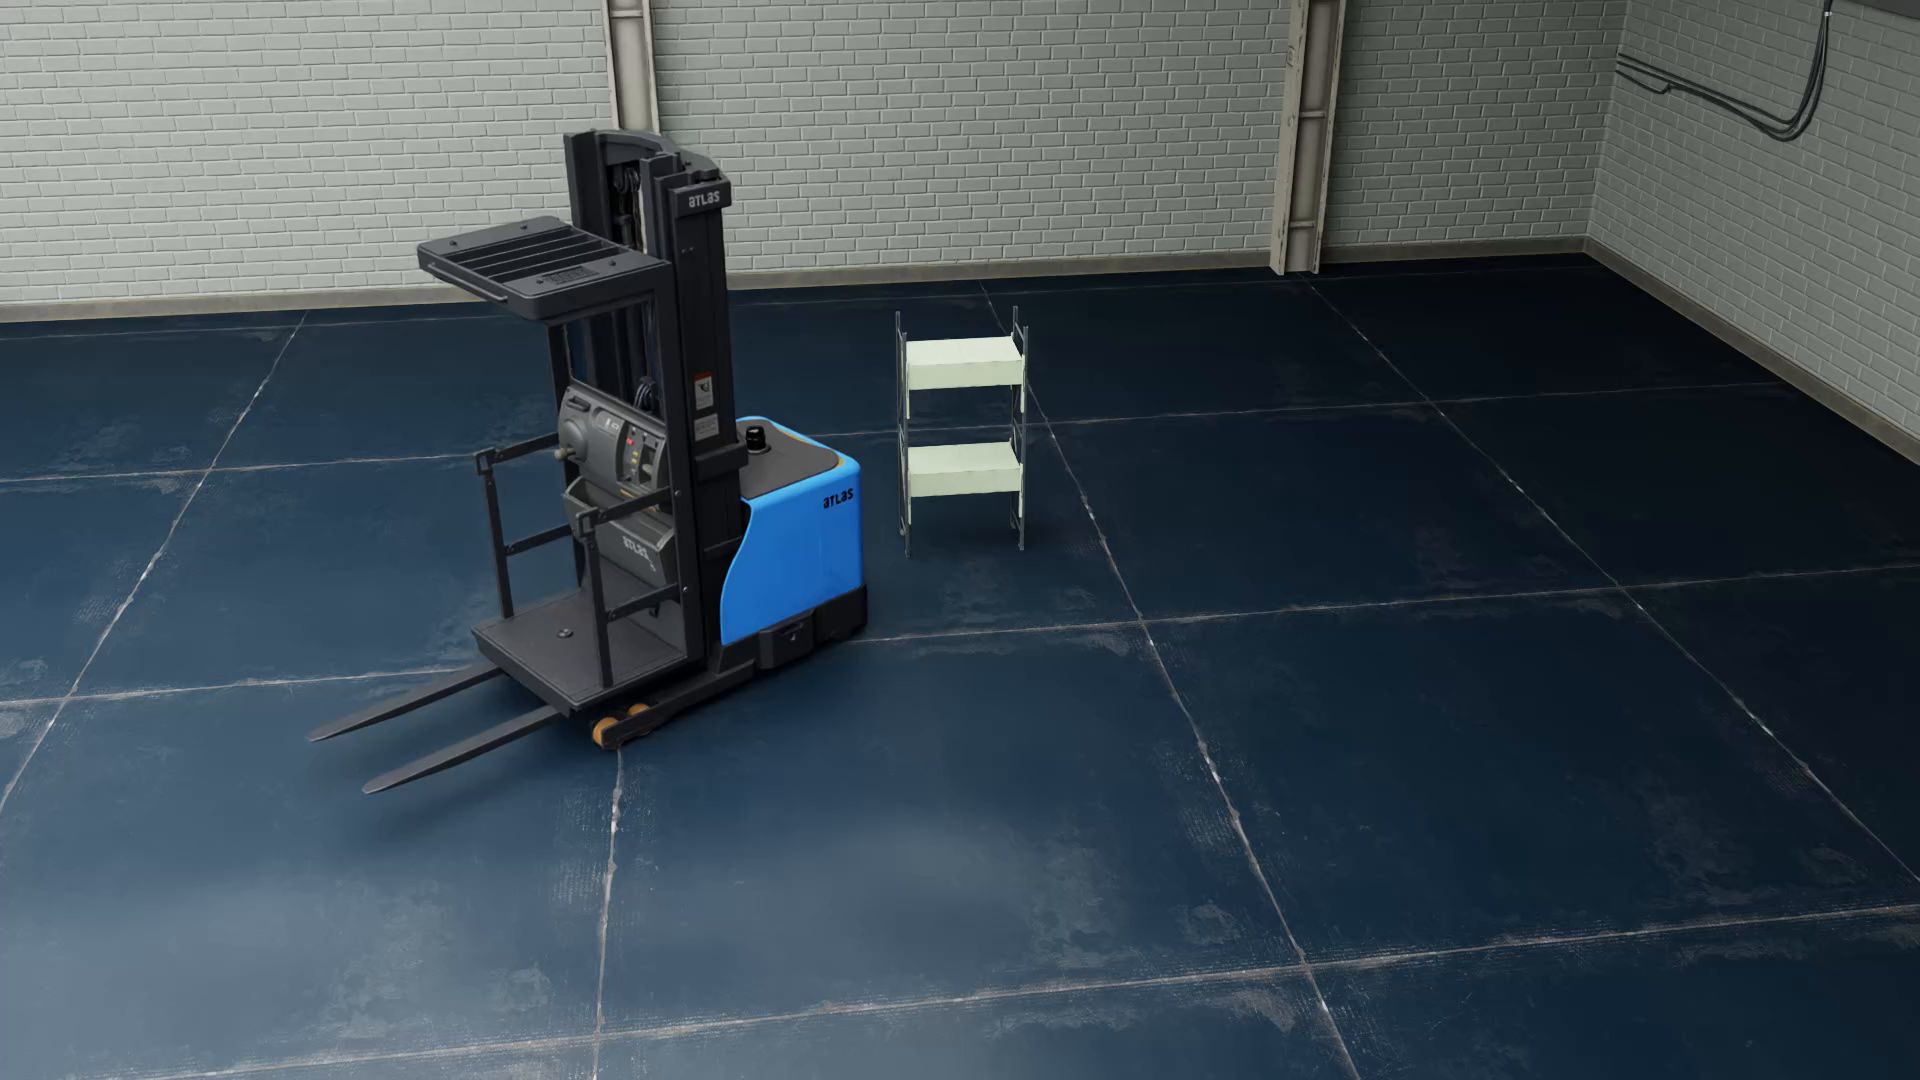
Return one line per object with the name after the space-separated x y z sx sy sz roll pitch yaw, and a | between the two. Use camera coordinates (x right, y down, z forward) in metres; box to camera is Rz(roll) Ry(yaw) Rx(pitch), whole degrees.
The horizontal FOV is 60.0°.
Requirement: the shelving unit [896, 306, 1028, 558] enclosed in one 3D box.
0.007 -0.668 10.408 0.755 1.500 0.431 -4 27 -7 | shelving unit

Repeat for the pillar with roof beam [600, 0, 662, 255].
-2.181 -4.242 9.160 0.400 9.000 9.100 -4 27 -7 | pillar with roof beam

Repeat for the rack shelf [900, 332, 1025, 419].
0.007 -1.015 10.230 0.720 0.370 0.431 -4 27 -7 | rack shelf

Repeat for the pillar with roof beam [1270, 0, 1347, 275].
3.761 -4.624 9.904 0.400 9.000 9.100 -4 27 -7 | pillar with roof beam

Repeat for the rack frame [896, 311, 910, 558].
-0.356 -0.644 10.363 0.023 1.500 0.400 -4 27 -7 | rack frame

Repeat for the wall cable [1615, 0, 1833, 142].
6.263 -4.778 13.606 0.112 2.526 3.097 -4 27 -7 | wall cable

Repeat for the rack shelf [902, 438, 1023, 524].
0.007 -0.378 10.557 0.720 0.370 0.431 -4 27 -7 | rack shelf

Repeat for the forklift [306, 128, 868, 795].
-1.954 -0.483 8.481 3.031 2.935 1.130 -23 35 -38 | forklift

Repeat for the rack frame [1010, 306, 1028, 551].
0.369 -0.691 10.454 0.023 1.500 0.400 -4 27 -7 | rack frame
